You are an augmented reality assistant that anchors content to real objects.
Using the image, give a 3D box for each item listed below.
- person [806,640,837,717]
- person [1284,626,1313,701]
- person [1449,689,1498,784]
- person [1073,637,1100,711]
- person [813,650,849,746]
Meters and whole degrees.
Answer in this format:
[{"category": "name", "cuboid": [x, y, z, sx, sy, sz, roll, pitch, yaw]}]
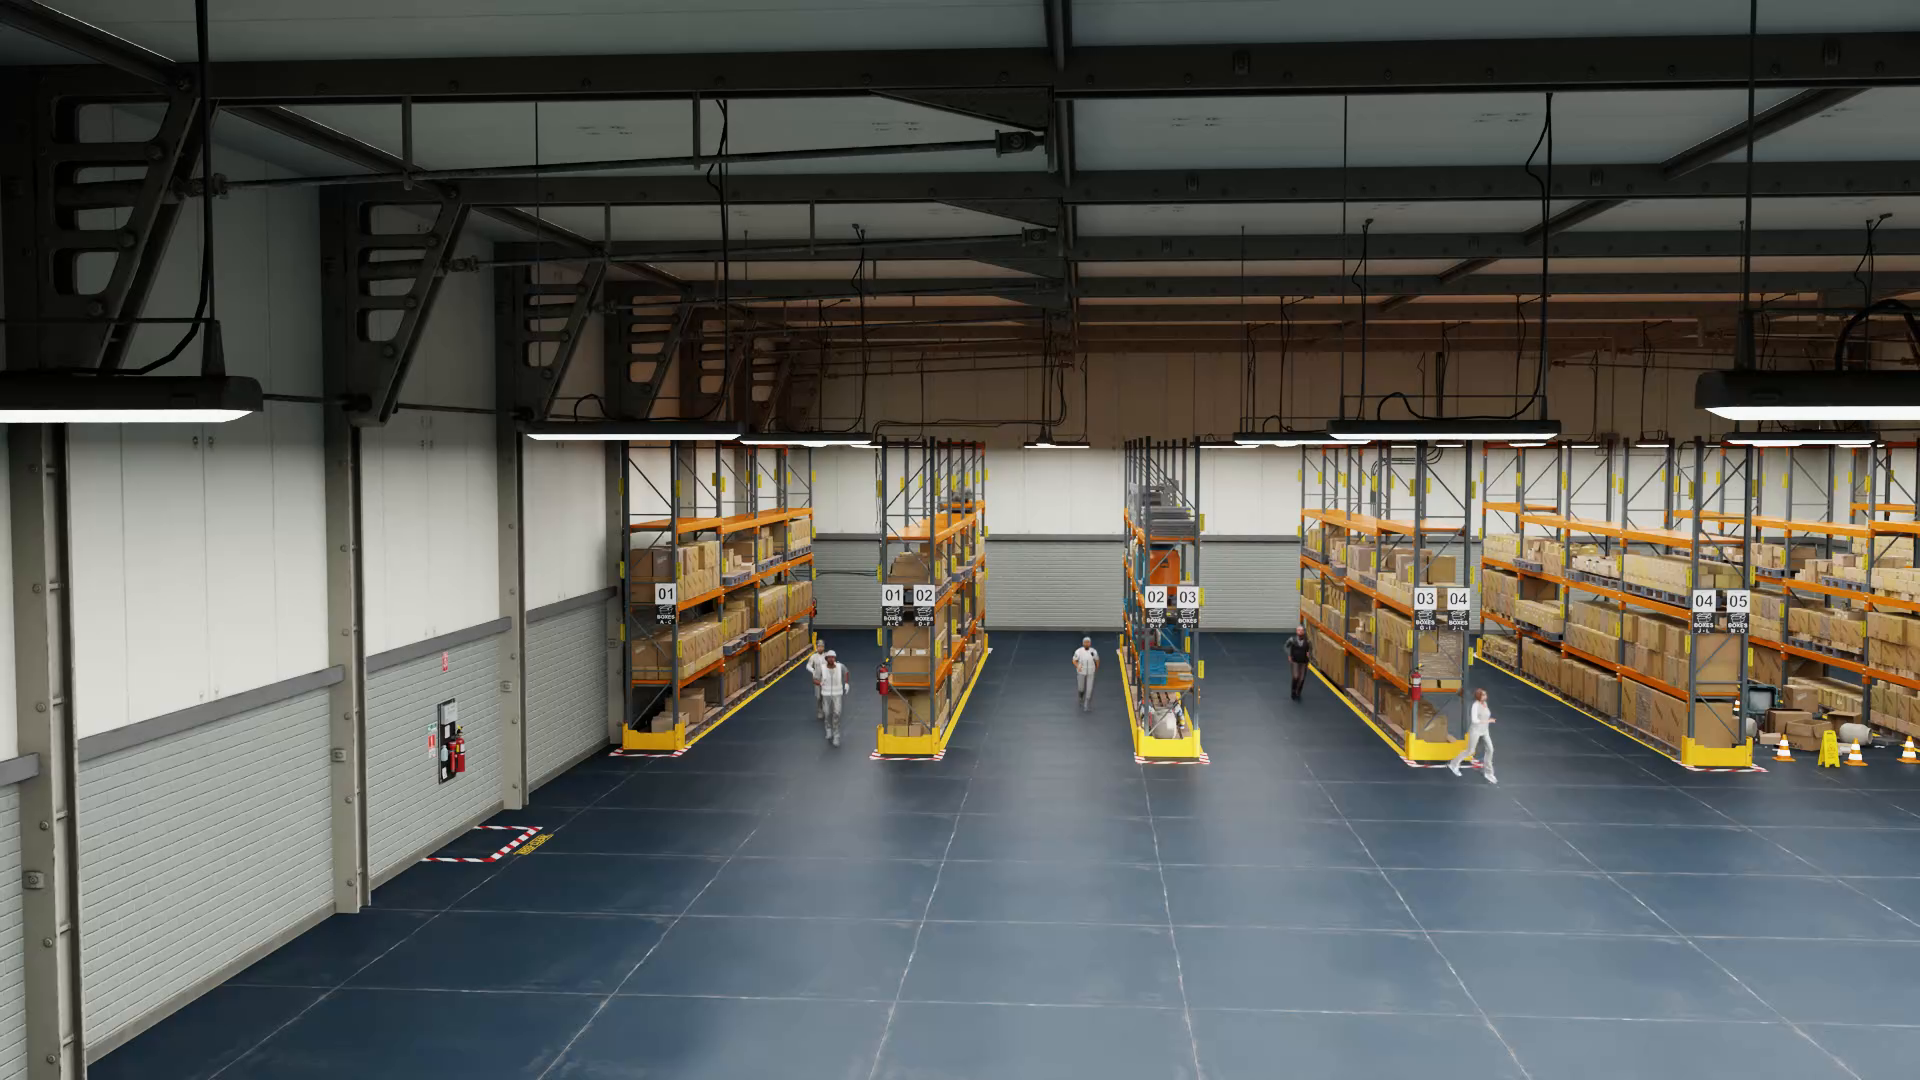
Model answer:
[{"category": "person", "cuboid": [-2.967, 2.979, 35.678, 0.667, 1.667, 0.514, 0, 3, -3]}, {"category": "person", "cuboid": [7.781, 2.833, 38.119, 0.634, 1.711, 0.675, 0, 3, 0]}, {"category": "person", "cuboid": [8.952, 3.377, 28.876, 0.548, 1.626, 0.851, -3, 4, -41]}, {"category": "person", "cuboid": [2.794, 2.947, 36.712, 0.596, 1.619, 0.544, 0, 3, -2]}, {"category": "person", "cuboid": [-2.528, 3.068, 32.630, 0.696, 1.827, 0.871, 0, 3, -3]}]
